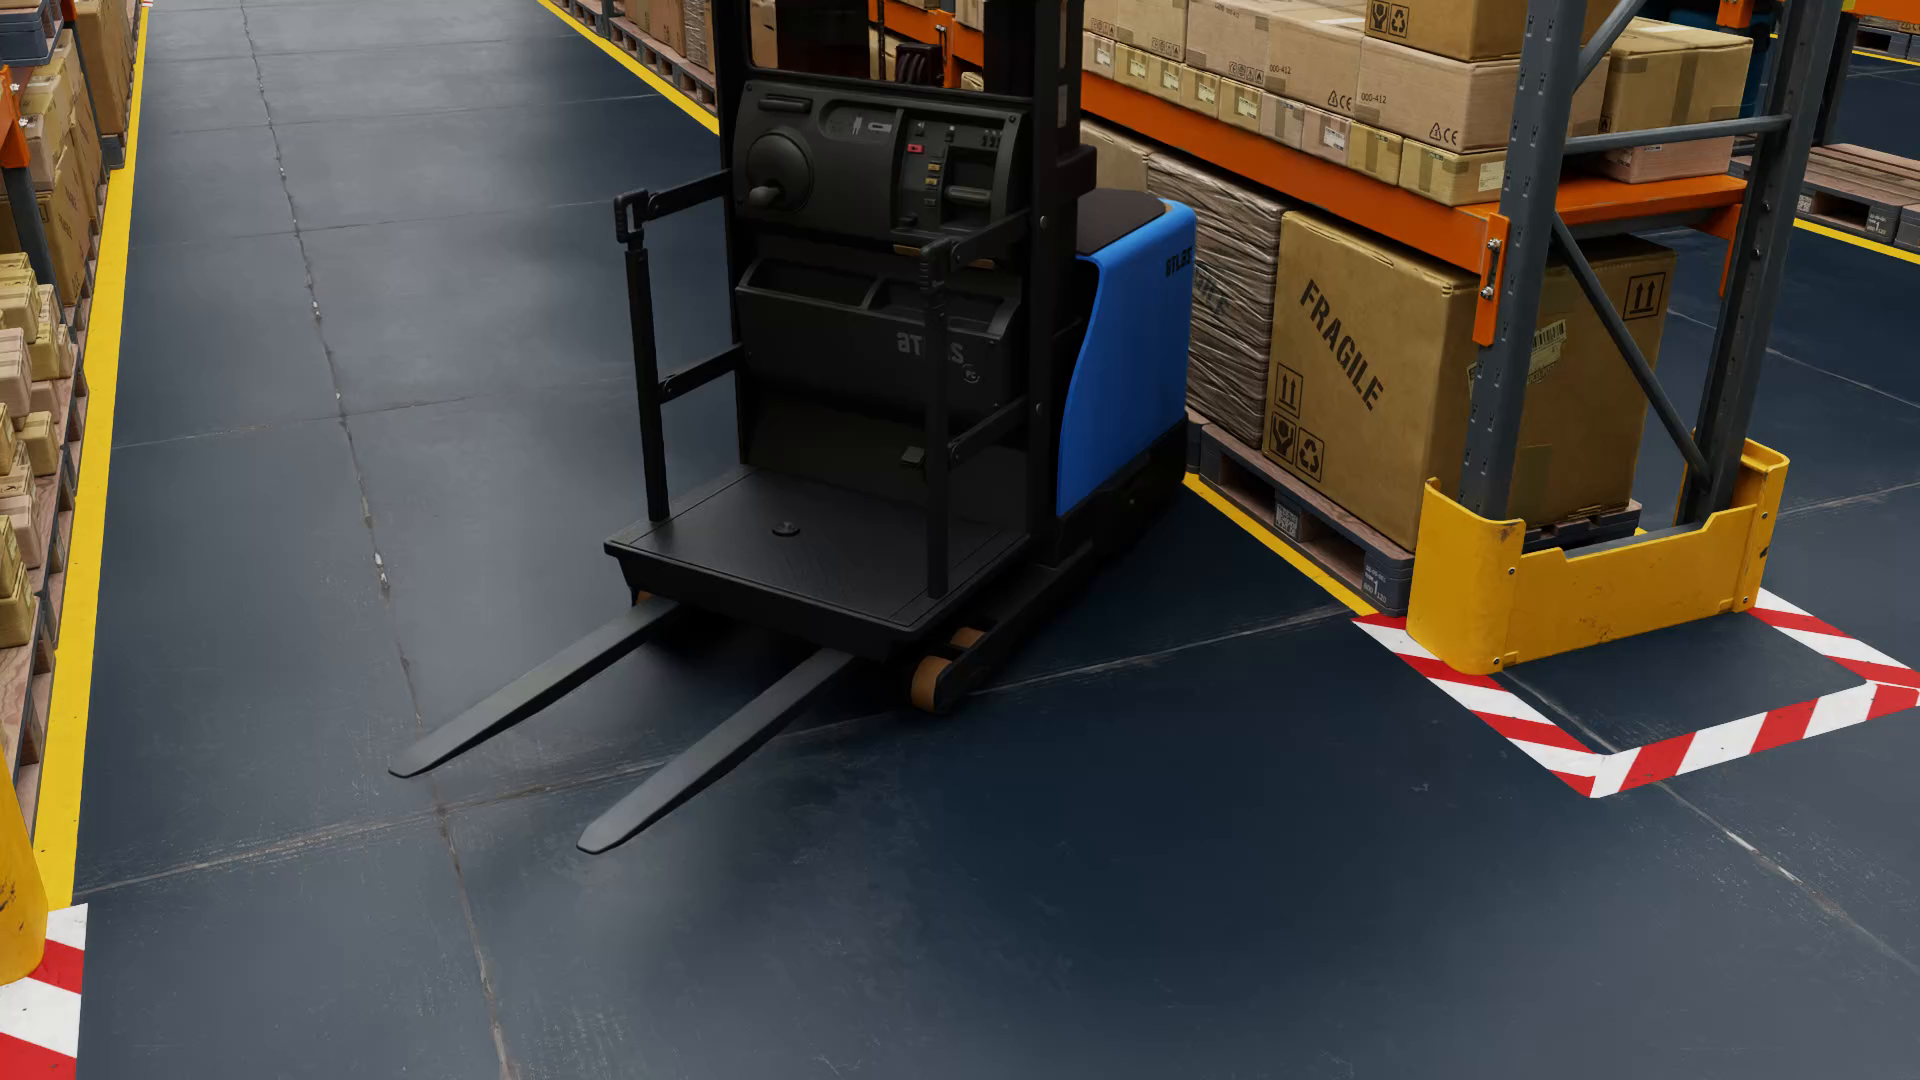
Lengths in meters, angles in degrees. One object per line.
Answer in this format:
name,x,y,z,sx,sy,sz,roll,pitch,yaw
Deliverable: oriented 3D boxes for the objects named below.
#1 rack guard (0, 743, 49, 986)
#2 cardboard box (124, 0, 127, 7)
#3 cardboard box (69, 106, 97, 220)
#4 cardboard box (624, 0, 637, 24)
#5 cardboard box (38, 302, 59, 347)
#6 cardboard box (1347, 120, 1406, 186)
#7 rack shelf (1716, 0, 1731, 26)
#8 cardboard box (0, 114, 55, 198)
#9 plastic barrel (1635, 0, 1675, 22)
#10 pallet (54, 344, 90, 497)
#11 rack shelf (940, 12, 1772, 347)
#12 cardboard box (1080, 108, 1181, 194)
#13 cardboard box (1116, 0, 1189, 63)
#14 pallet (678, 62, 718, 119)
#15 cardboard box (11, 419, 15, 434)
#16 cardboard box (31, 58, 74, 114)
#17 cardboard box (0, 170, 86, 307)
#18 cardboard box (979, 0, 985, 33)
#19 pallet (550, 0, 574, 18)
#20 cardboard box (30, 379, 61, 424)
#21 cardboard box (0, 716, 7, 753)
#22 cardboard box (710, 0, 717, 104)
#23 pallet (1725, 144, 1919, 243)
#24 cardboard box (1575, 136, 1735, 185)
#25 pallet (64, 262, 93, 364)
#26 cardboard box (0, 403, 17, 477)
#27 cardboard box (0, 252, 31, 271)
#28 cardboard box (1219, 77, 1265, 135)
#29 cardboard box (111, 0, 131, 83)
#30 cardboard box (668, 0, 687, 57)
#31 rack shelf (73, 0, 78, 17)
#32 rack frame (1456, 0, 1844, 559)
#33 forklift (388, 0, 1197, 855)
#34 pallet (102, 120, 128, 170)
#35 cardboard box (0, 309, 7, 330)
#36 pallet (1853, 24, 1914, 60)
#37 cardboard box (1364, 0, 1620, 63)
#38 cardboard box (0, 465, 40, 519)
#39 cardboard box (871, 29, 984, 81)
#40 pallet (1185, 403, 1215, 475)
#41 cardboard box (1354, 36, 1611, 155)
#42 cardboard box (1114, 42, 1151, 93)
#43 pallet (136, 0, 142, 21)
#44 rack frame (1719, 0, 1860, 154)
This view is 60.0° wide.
rack guard,-2.674,0.788,3.566,1.175,0.500,0.348,-11,28,-21
cardboard box,-8.237,-5.381,15.294,0.875,0.875,0.875,-11,28,-21
cardboard box,-4.857,-1.958,8.712,0.500,0.500,0.500,-12,28,-23
cardboard box,-2.519,-4.783,14.476,0.700,0.500,0.500,-13,29,-25
cardboard box,-3.677,-0.781,6.363,0.380,0.149,0.250,-12,28,-23
cardboard box,1.414,-1.195,5.065,0.380,0.149,0.250,-10,28,-20
rack shelf,4.167,-4.066,11.479,1.077,0.370,4.000,-11,28,-21
cardboard box,-4.257,-1.666,7.258,0.500,0.250,0.500,-12,28,-23
plastic barrel,4.476,-3.336,11.077,0.600,0.901,0.708,-11,28,-21
pallet,-3.915,-0.401,6.331,1.003,0.211,1.213,-11,28,-21
rack shelf,1.176,-1.600,6.428,1.077,0.370,4.000,-11,28,-21
cardboard box,0.930,-1.321,6.980,0.875,0.875,0.875,-11,28,-21
cardboard box,0.920,-1.952,6.161,0.500,0.250,0.500,-11,28,-21
pallet,-1.478,-3.408,12.490,1.003,0.211,1.213,-11,28,-21
cardboard box,-3.344,-0.347,5.473,0.380,0.149,0.250,-12,28,-23
cardboard box,-4.876,-2.296,8.549,0.500,0.250,0.500,-10,28,-19
cardboard box,-4.256,-1.329,7.423,0.500,0.500,0.500,-9,28,-19
cardboard box,0.306,-2.335,7.401,0.380,0.149,0.250,-12,28,-22
pallet,-3.517,-5.466,16.704,1.003,0.211,1.213,-11,28,-21
cardboard box,-3.556,-0.512,6.151,0.380,0.149,0.250,-12,28,-22
cardboard box,-2.555,0.521,4.034,0.380,0.149,0.250,-10,28,-20
cardboard box,-0.922,-3.297,11.028,1.225,0.875,0.875,-12,28,-23
pallet,5.274,-2.039,9.685,1.003,0.211,1.213,-11,28,-21
cardboard box,2.124,-1.203,5.082,0.380,0.149,0.250,-10,28,-20
pallet,-4.517,-0.980,7.517,1.003,0.211,1.213,-11,28,-21
cardboard box,-3.070,-0.277,4.992,0.380,0.149,0.250,-10,28,-20
cardboard box,-3.832,-0.995,6.463,0.380,0.149,0.250,-10,28,-19
cardboard box,1.116,-1.502,5.695,0.380,0.149,0.250,-11,28,-22
cardboard box,-6.643,-3.702,11.998,1.050,0.750,0.750,-11,28,-21
cardboard box,-1.912,-4.137,13.151,0.700,0.500,0.500,-8,27,-16
rack shelf,-6.560,-4.018,11.381,1.077,0.370,4.000,-11,28,-21
rack frame,1.959,-1.116,4.617,1.000,3.000,0.127,-11,28,-21
forklift,-0.356,-1.050,4.560,1.130,2.935,3.031,14,29,27
pallet,-6.016,-2.612,10.860,1.003,0.211,1.213,-11,28,-21
cardboard box,-3.561,-0.682,5.820,0.380,0.149,0.250,-10,28,-19
pallet,8.201,-4.485,14.696,1.003,0.211,1.213,-11,28,-21
cardboard box,1.527,-1.671,4.730,0.500,0.500,0.500,-10,28,-20
cardboard box,-3.173,-0.101,5.309,0.380,0.149,0.250,-11,28,-21
cardboard box,0.124,-2.220,8.820,1.225,0.875,0.875,-10,28,-20
pallet,1.100,-0.664,6.870,1.003,0.211,1.213,-11,28,-21
cardboard box,1.525,-1.332,4.892,0.500,0.250,0.500,-11,28,-21
cardboard box,0.815,-1.812,6.329,0.380,0.149,0.250,-11,28,-22
pallet,-8.525,-5.201,16.163,1.003,0.211,1.213,-11,28,-21
rack frame,4.950,-3.582,9.667,1.000,3.000,0.127,-11,28,-21
